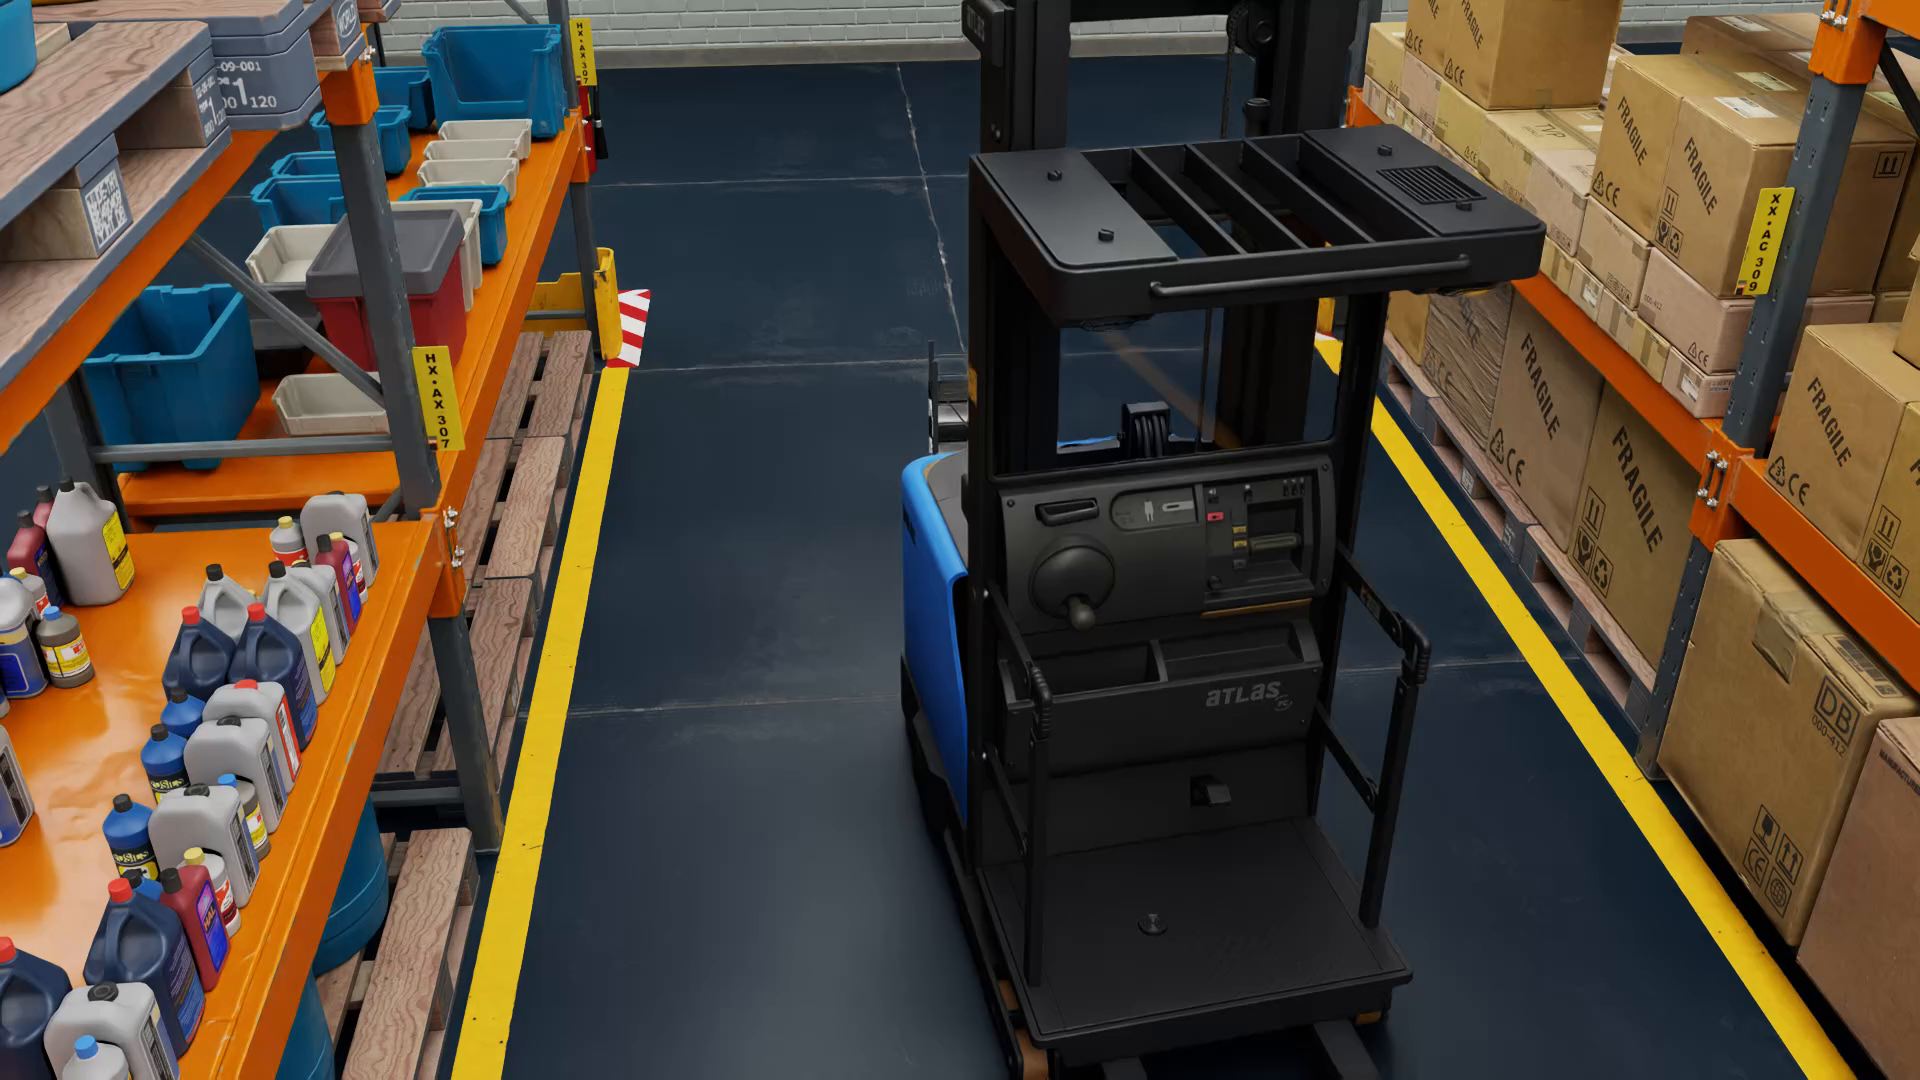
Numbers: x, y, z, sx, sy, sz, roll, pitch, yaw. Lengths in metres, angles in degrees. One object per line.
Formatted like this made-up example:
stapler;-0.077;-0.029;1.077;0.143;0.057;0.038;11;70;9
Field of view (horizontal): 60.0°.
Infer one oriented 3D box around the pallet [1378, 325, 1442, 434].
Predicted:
pallet;2.682;-0.933;8.606;1.003;0.211;1.213;-3;31;-5

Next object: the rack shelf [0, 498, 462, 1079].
rack shelf;-1.841;1.075;3.226;1.077;0.370;4.000;-3;31;-5

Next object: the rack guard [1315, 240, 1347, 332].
rack guard;2.527;-1.473;9.229;1.175;0.500;0.348;-3;31;-5

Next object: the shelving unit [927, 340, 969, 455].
shelving unit;-0.001;-0.390;7.026;0.258;0.900;0.210;-3;31;-5

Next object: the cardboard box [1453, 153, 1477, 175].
cardboard box;2.357;-1.573;7.203;0.380;0.149;0.250;-3;31;-5

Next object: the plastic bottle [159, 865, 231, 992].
plastic bottle;-1.487;0.728;3.220;0.061;0.283;0.133;-3;31;-5

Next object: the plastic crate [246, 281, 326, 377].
plastic crate;-2.400;-0.721;5.742;0.437;0.125;0.590;-3;31;-5

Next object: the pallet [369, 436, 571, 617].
pallet;-2.252;-0.056;7.137;1.003;0.211;1.213;-3;31;-5

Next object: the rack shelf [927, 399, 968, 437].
rack shelf;-0.001;-0.516;6.951;0.258;0.077;0.200;-3;31;-5

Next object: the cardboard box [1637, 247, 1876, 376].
cardboard box;2.601;-0.768;5.467;0.500;0.250;0.500;-3;31;-6

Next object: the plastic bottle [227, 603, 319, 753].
plastic bottle;-1.599;0.314;3.847;0.144;0.351;0.185;-3;31;-5

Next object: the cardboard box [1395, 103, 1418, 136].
cardboard box;2.284;-1.968;7.864;0.380;0.149;0.250;-3;31;-6

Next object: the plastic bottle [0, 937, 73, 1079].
plastic bottle;-1.652;0.858;2.936;0.144;0.351;0.185;-3;31;-5

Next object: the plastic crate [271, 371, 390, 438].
plastic crate;-1.929;-0.412;5.213;0.396;0.136;0.243;-3;31;-5

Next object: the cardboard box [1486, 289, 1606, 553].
cardboard box;2.837;-0.561;6.926;0.875;0.875;0.875;-3;31;-5

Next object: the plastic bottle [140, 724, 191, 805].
plastic bottle;-1.698;0.514;3.589;0.097;0.271;0.097;0;31;0

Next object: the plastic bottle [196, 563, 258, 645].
plastic bottle;-1.760;0.227;3.993;0.144;0.351;0.185;-3;31;-5

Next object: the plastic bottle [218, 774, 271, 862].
plastic bottle;-1.537;0.587;3.536;0.097;0.201;0.097;0;31;0

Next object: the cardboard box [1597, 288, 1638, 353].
cardboard box;2.501;-0.787;5.887;0.380;0.149;0.250;-3;31;-5

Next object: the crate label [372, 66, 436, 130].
crate label;-2.706;-2.109;7.961;0.416;0.233;0.303;-3;31;-5

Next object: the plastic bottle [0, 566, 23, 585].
plastic bottle;-2.368;0.184;4.142;0.097;0.271;0.097;0;31;0

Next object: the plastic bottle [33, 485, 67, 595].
plastic bottle;-2.418;0.003;4.434;0.061;0.283;0.133;-3;31;-5

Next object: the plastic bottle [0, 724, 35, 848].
plastic bottle;-2.126;0.518;3.578;0.152;0.276;0.135;-3;31;-5

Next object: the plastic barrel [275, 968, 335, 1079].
plastic barrel;-1.928;1.106;4.110;0.600;0.901;0.708;-3;31;-5

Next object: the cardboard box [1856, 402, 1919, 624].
cardboard box;2.745;-0.032;4.280;0.500;0.500;0.500;-3;31;-5

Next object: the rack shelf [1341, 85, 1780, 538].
rack shelf;2.717;-1.204;7.043;1.077;0.370;4.000;-3;31;-5

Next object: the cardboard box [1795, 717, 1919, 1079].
cardboard box;3.067;1.022;4.277;1.225;0.875;0.875;-4;31;-6

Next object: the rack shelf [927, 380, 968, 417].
rack shelf;-0.001;-0.594;6.905;0.258;0.077;0.200;-3;31;-5

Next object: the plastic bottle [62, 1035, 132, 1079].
plastic bottle;-1.464;0.956;2.850;0.097;0.271;0.097;0;31;0

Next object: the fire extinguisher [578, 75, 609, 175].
fire extinguisher;-1.963;-2.203;8.451;0.296;0.674;0.183;-3;31;-5

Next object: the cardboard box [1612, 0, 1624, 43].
cardboard box;2.837;-2.683;7.942;0.500;0.500;0.500;-2;31;-4

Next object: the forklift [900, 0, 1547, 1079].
forklift;0.618;0.062;4.288;1.130;2.935;3.031;-7;32;-11

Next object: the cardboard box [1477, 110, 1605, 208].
cardboard box;2.458;-1.552;6.779;0.500;0.250;0.500;-3;31;-6

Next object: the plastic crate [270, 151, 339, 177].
plastic crate;-2.583;-1.437;6.835;0.416;0.233;0.300;-3;31;-5

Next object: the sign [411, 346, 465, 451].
sign;-1.480;-0.399;4.723;0.100;0.325;0.005;-3;31;-5

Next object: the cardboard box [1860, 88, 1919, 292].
cardboard box;3.113;-1.134;5.349;0.500;0.500;0.500;-3;31;-5

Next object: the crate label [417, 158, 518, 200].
crate label;-2.082;-1.512;7.055;0.396;0.136;0.243;-3;31;-5

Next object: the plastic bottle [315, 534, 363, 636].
plastic bottle;-1.602;0.097;4.276;0.061;0.283;0.133;-3;31;-5

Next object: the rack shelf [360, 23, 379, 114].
rack shelf;-2.215;-2.255;5.876;1.077;0.370;4.000;-3;31;-5

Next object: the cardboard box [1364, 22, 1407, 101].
cardboard box;2.306;-2.340;8.098;0.500;0.250;0.500;-4;31;-6

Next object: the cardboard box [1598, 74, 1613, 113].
cardboard box;2.934;-1.844;7.268;0.500;0.250;0.500;-4;31;-6

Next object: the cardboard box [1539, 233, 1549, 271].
cardboard box;2.428;-1.180;6.546;0.380;0.149;0.250;-3;31;-5

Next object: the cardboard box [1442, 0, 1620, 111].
cardboard box;2.407;-2.142;7.036;0.500;0.500;0.500;-4;31;-6

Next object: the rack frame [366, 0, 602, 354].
rack frame;-2.402;-2.297;8.170;1.000;3.000;0.127;-3;31;-5

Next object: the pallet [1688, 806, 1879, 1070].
pallet;3.051;1.095;5.210;1.003;0.211;1.213;-3;31;-5

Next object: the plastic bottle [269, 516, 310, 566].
plastic bottle;-1.792;0.032;4.466;0.097;0.201;0.097;0;31;0
